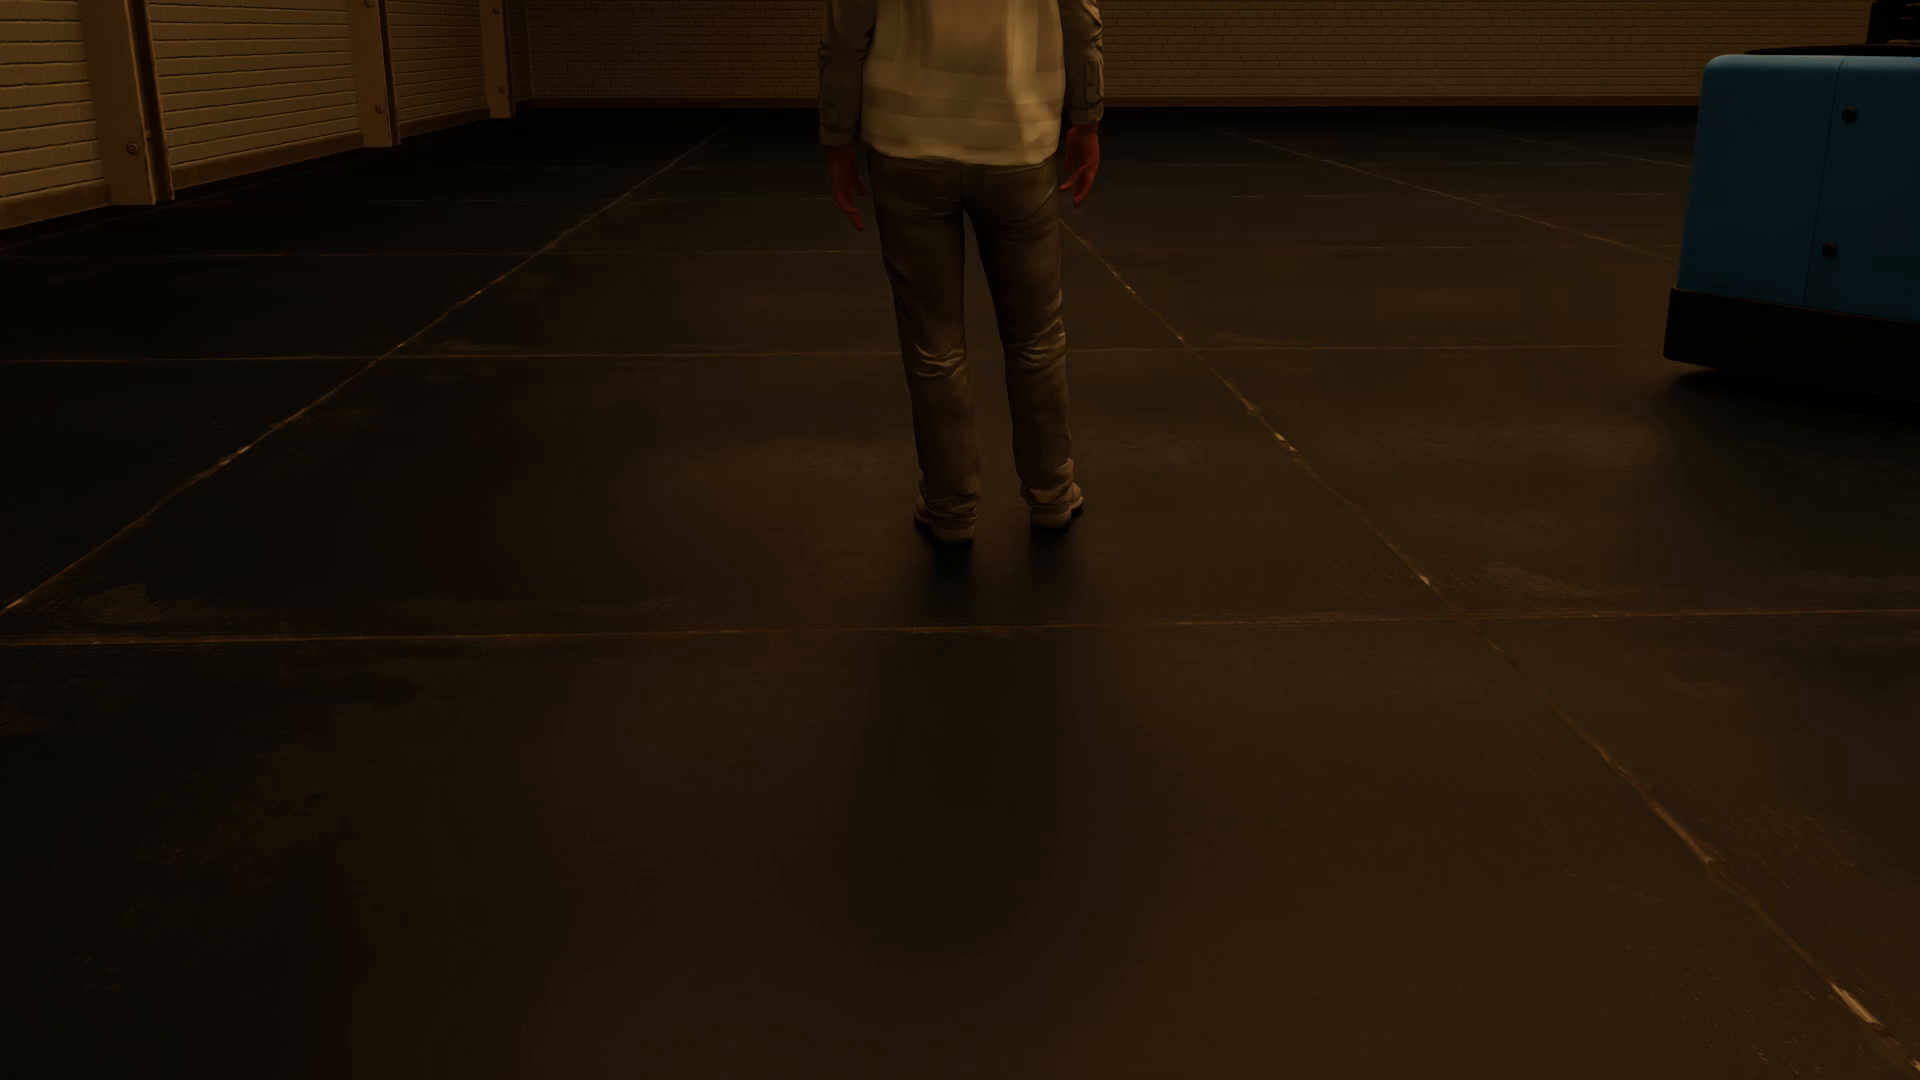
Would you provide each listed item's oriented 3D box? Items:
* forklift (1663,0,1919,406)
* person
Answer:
[{"bbox_3d":[3.952,-2.067,5.665,3.031,2.935,1.130,-10,20,-30],"label":"forklift"},{"bbox_3d":[0.005,-0.874,3.716,0.632,1.773,0.568,-1,17,-3],"label":"person"}]
